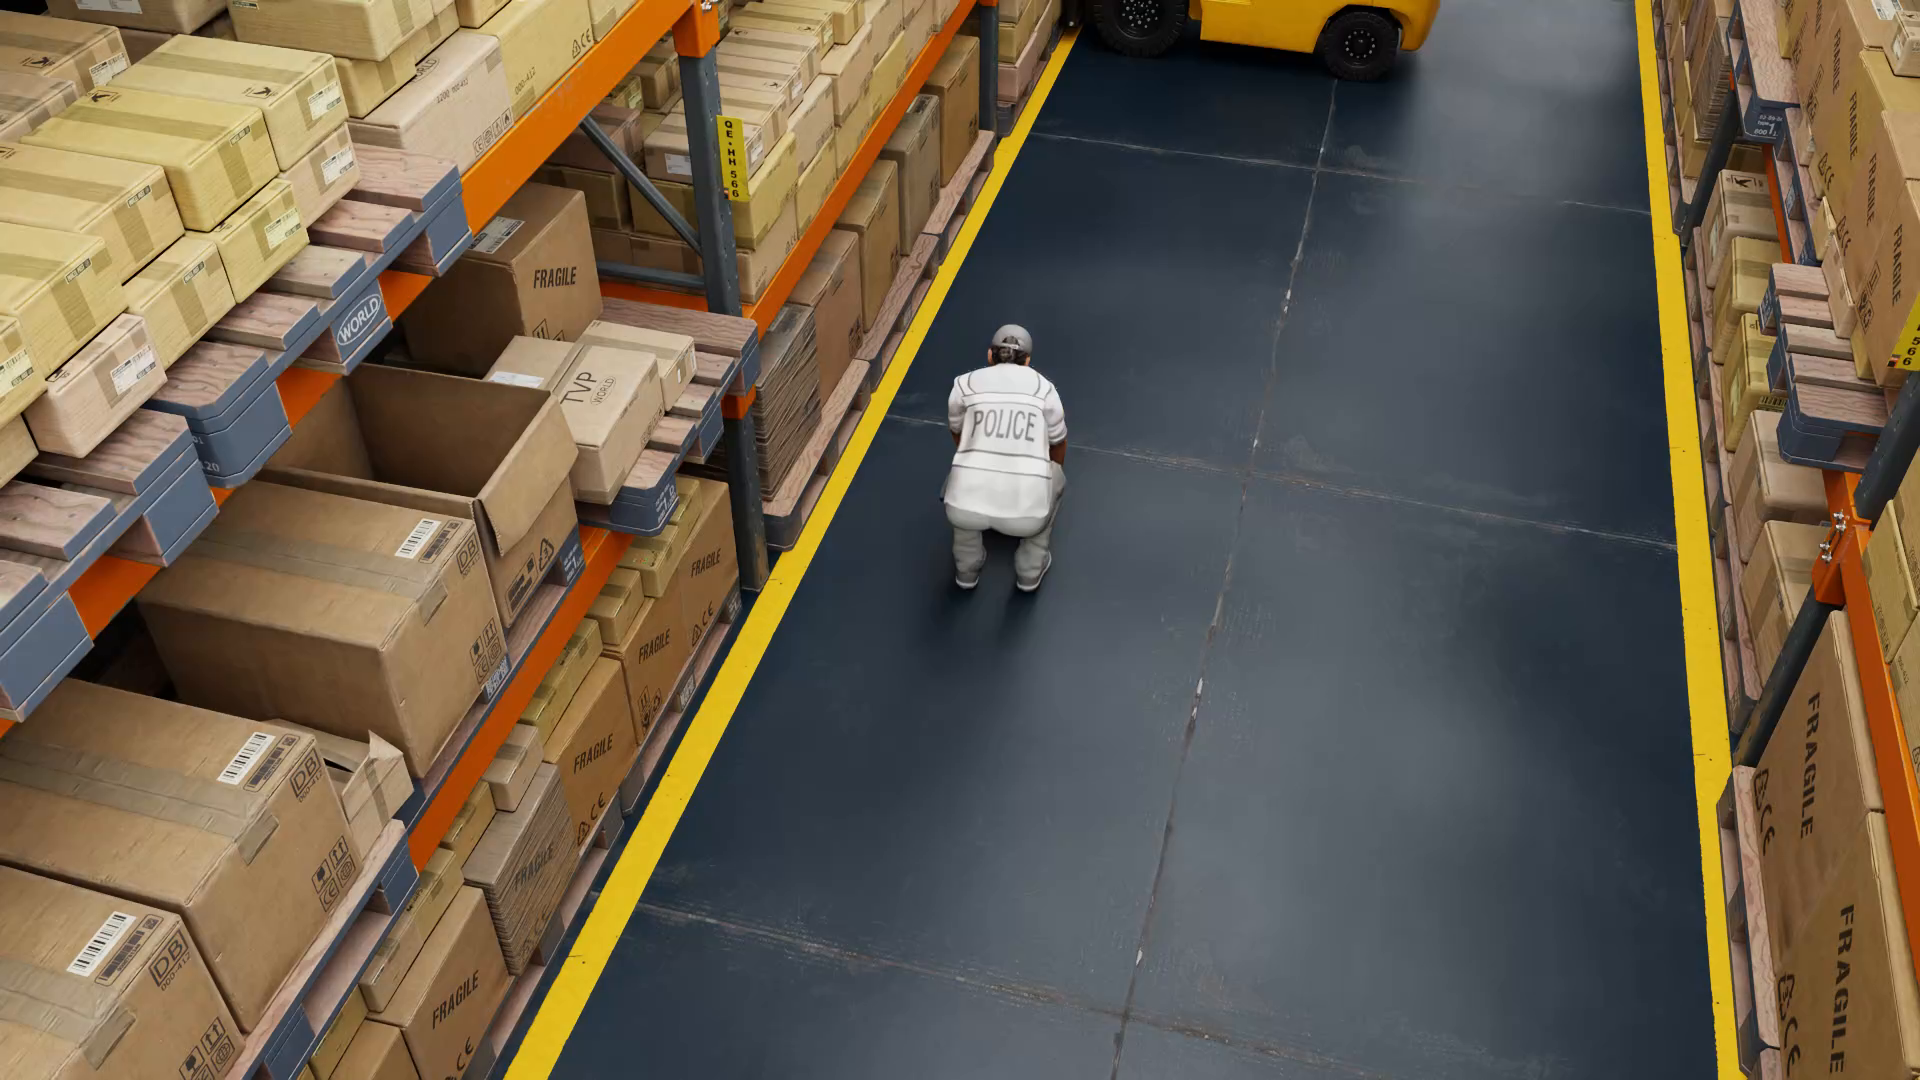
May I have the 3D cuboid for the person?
[{"bbox_3d":[0.175,-0.291,6.985,0.523,1.016,0.844,9,42,10],"label":"person"}]
